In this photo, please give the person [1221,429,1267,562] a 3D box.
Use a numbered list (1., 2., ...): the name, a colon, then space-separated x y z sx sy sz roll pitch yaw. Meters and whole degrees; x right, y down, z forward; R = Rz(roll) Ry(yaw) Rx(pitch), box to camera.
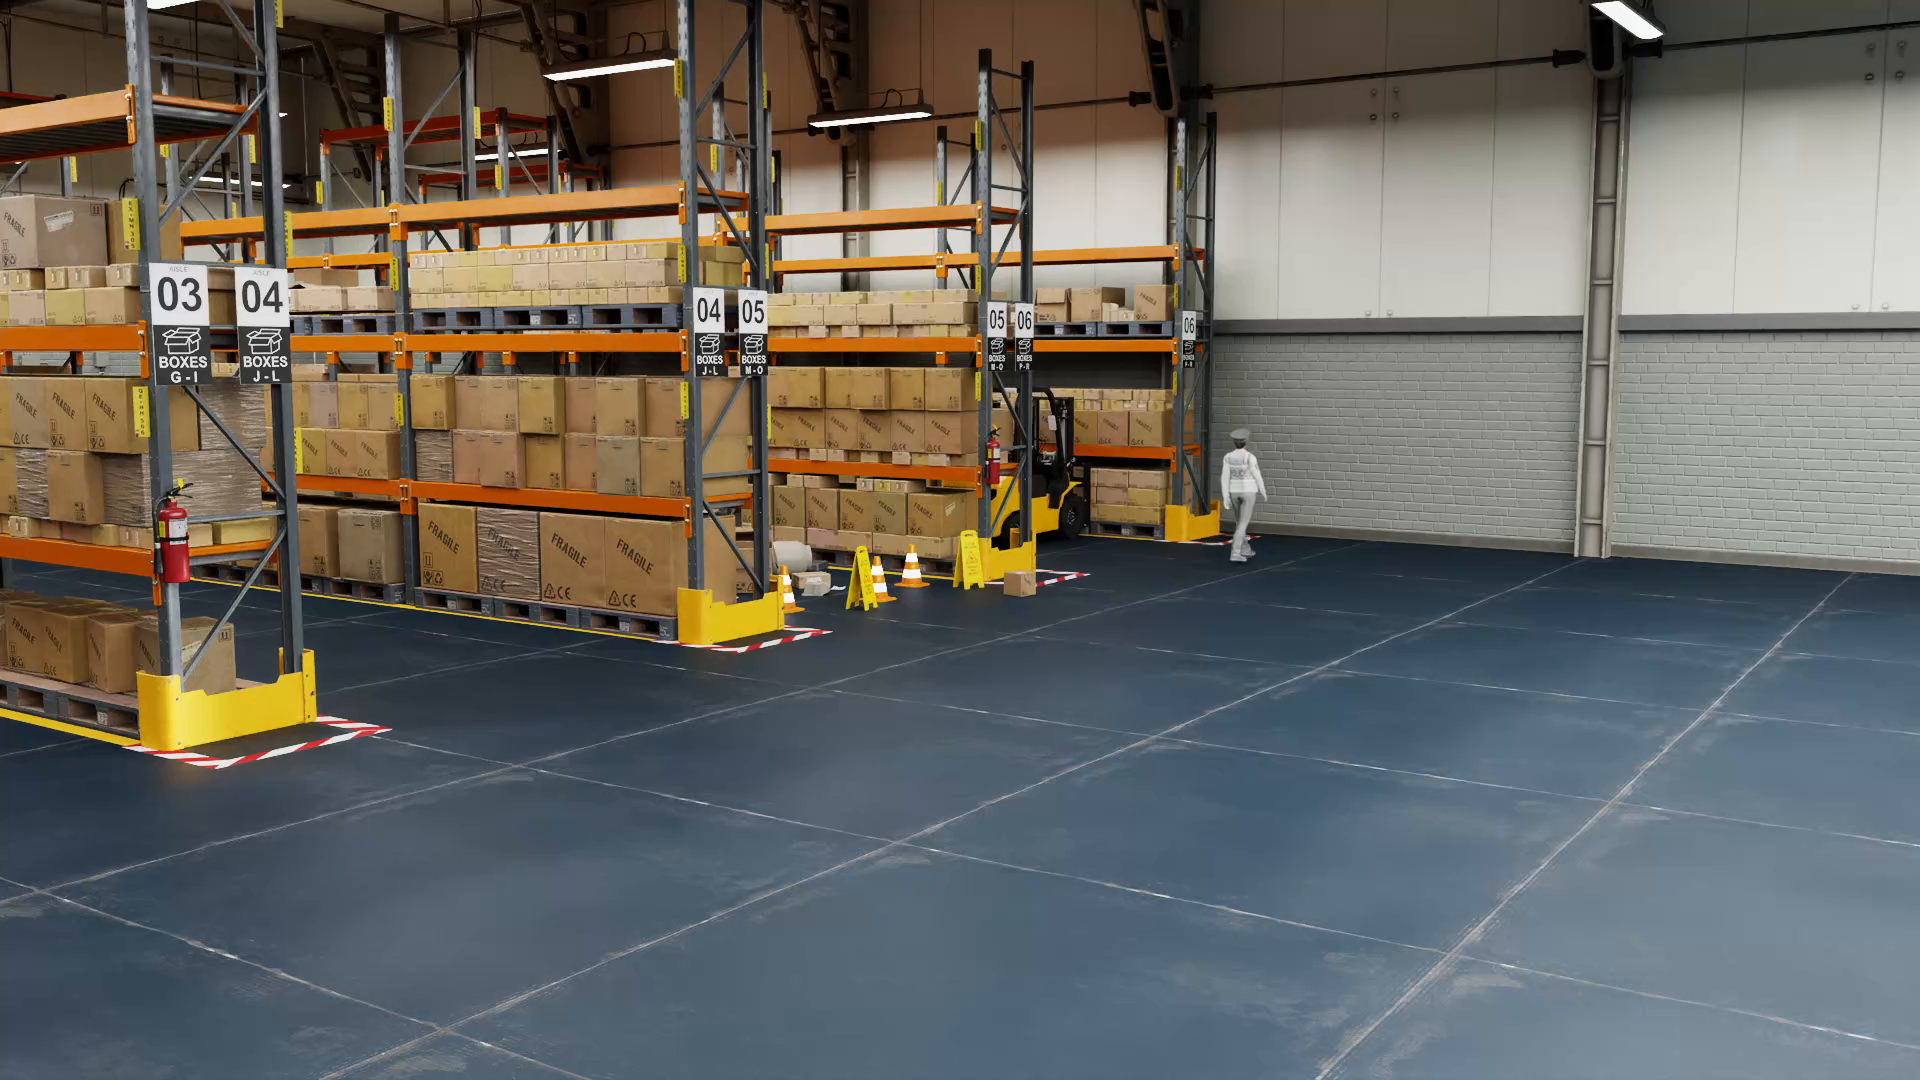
1. person: 3.615 -0.577 20.904 0.490 1.656 0.850 6 9 42
